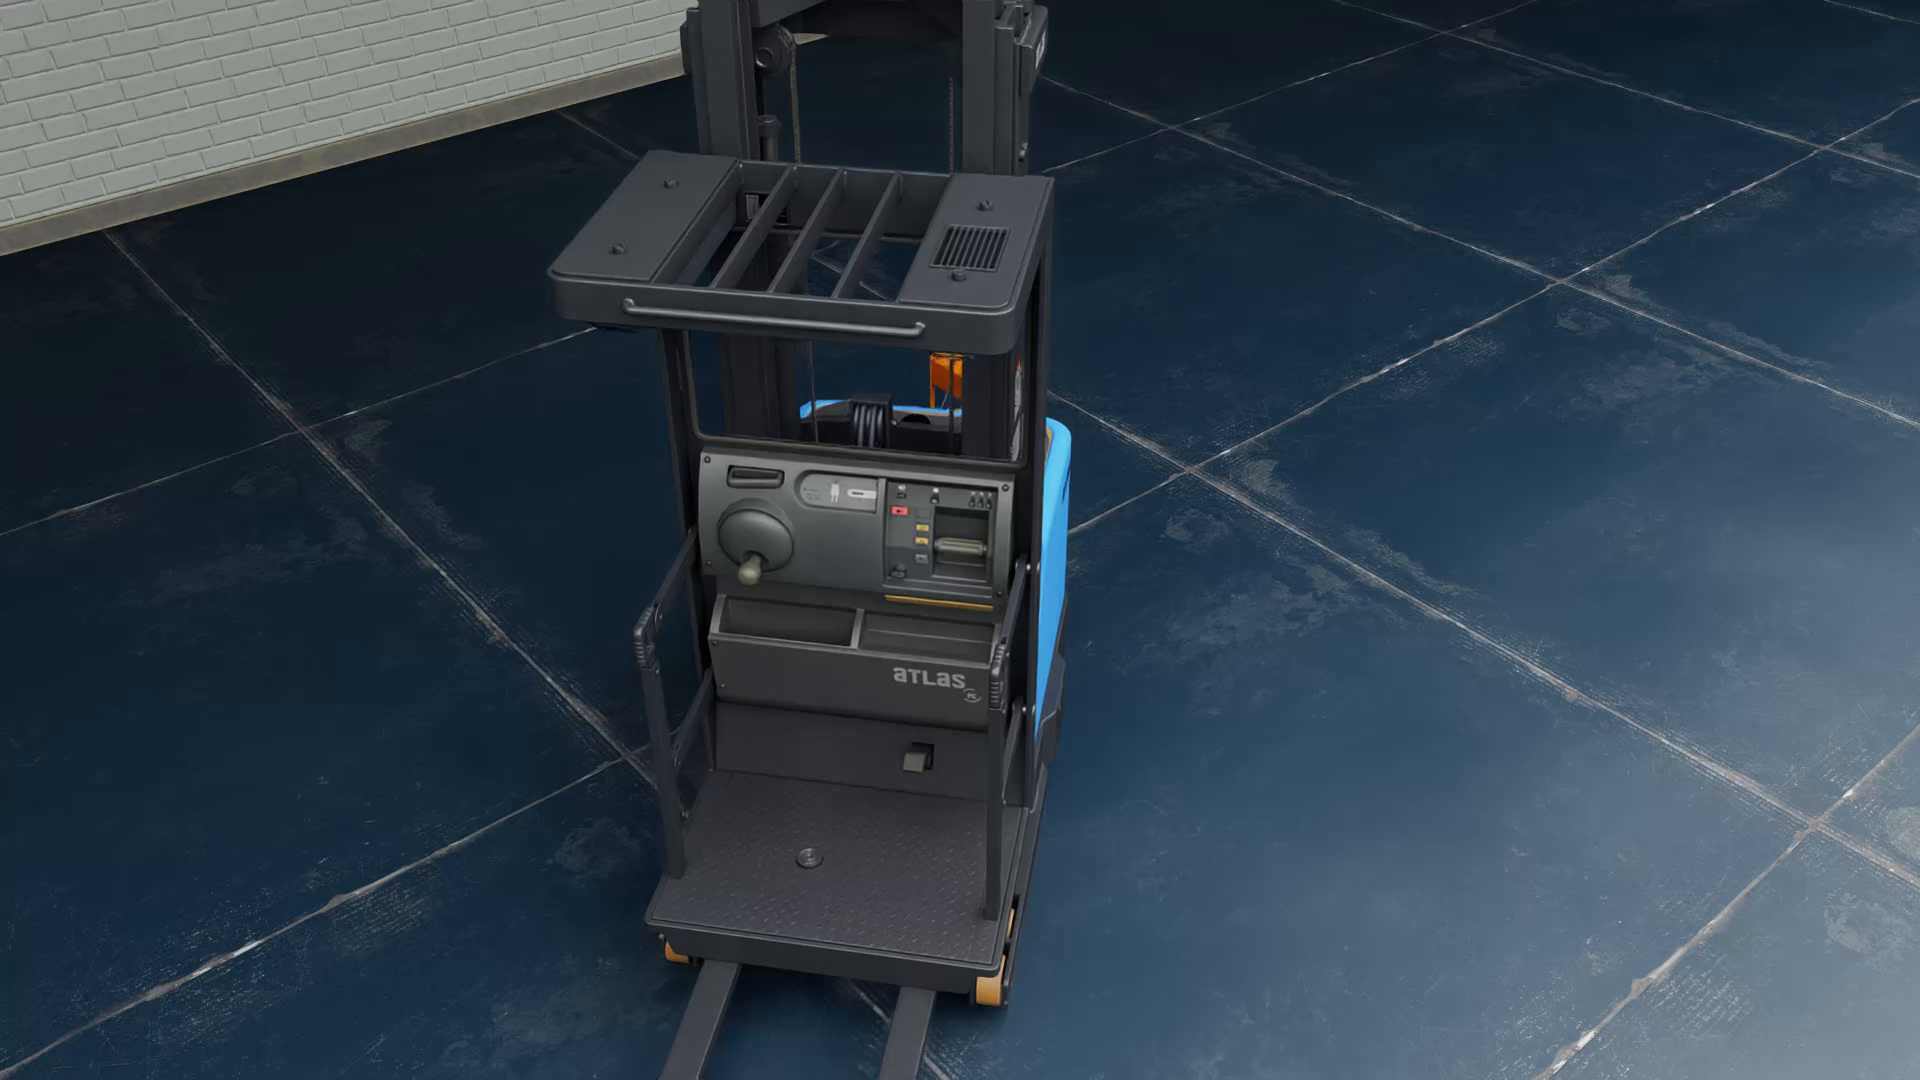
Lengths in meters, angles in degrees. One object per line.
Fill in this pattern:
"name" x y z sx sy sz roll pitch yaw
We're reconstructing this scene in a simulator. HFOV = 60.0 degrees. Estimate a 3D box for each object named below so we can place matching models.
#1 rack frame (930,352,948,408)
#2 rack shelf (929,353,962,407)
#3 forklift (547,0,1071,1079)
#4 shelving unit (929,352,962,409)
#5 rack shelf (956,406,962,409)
"rack frame" -0.044 -0.459 6.989 0.200 1.050 0.008 -26 43 -32
"rack shelf" 0.035 -0.628 6.755 0.215 0.259 0.240 -26 43 -32
"forklift" -0.343 0.029 4.673 1.130 2.935 3.031 6 36 8
"shelving unit" 0.035 -0.405 6.913 0.215 1.050 0.252 -26 43 -32
"rack shelf" 0.035 -0.396 6.919 0.215 0.259 0.240 -26 43 -32
